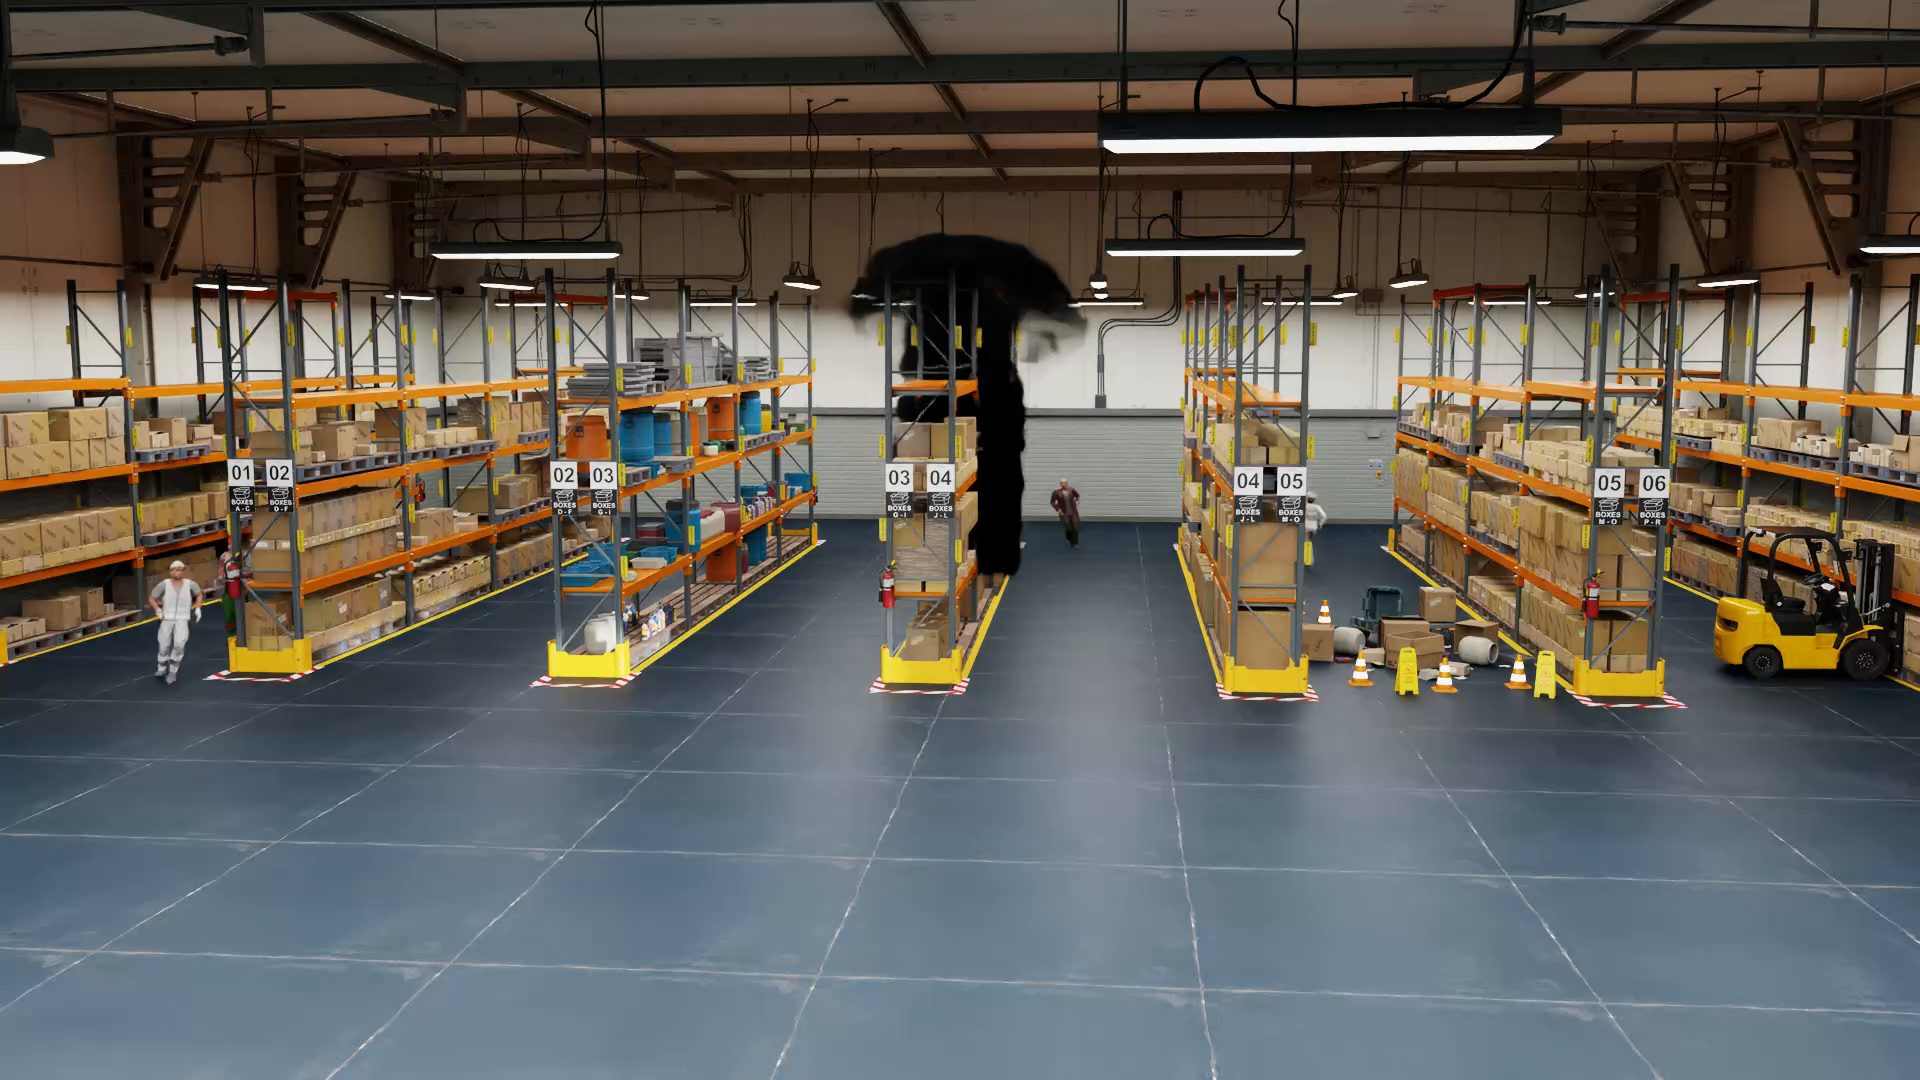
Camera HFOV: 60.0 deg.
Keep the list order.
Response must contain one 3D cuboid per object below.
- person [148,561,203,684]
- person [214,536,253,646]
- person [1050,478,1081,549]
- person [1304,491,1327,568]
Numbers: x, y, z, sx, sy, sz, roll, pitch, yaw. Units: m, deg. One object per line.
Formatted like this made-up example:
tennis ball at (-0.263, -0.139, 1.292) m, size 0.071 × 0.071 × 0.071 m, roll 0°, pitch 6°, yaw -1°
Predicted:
person at (-11.462, 1.189, 24.328) m, size 0.717 × 1.784 × 0.678 m, roll -3°, pitch 8°, yaw -23°
person at (-11.841, 0.802, 27.211) m, size 0.673 × 1.777 × 0.872 m, roll 0°, pitch 7°, yaw 0°
person at (2.532, -0.619, 39.445) m, size 0.718 × 1.697 × 0.661 m, roll -2°, pitch 7°, yaw -15°
person at (7.535, -0.211, 35.885) m, size 0.613 × 1.672 × 0.895 m, roll -1°, pitch 7°, yaw -8°
